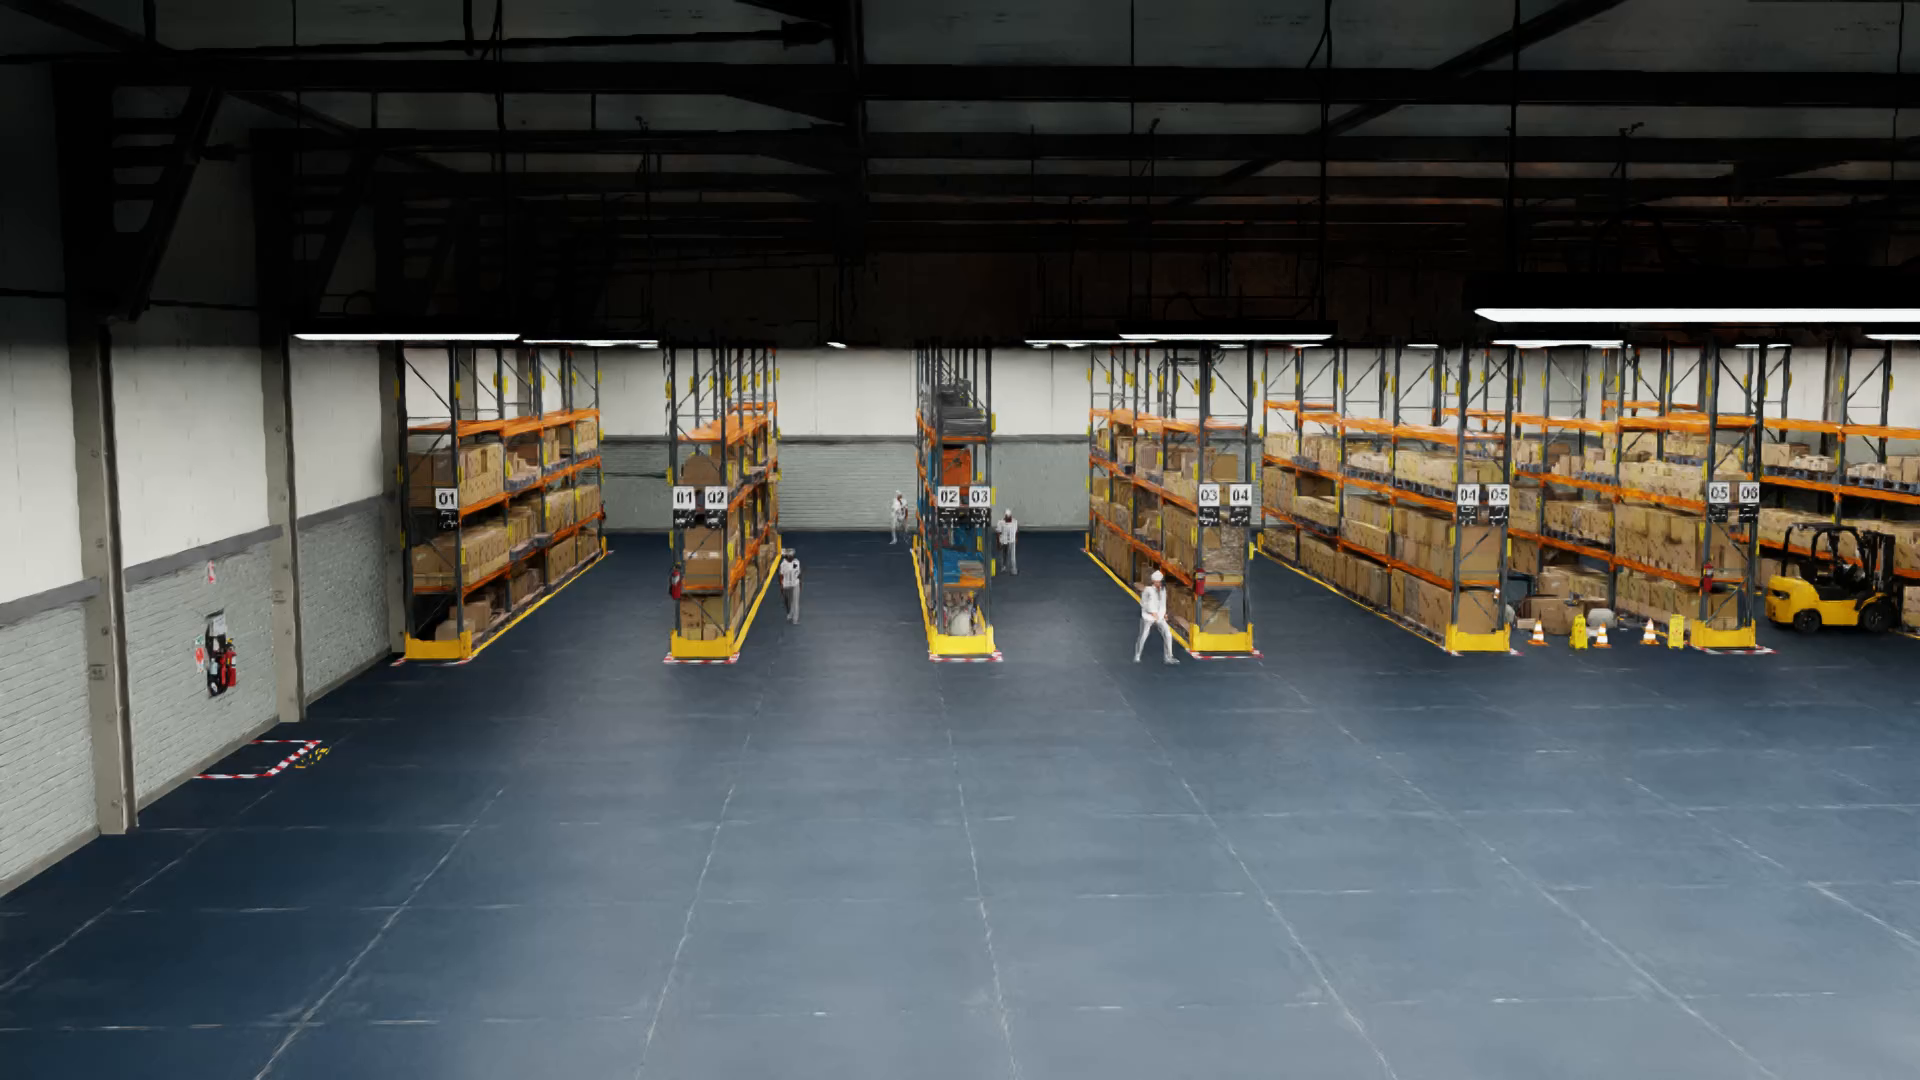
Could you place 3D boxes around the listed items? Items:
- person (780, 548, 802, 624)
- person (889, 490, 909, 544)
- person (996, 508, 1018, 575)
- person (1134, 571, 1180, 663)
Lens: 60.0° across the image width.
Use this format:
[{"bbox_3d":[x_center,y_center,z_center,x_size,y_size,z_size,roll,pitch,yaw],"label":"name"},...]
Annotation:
[{"bbox_3d":[-3.571,0.941,35.039,0.456,1.589,1.088,0,6,-1],"label":"person"},{"bbox_3d":[-1.764,-0.691,49.380,0.502,1.609,0.916,2,7,14],"label":"person"},{"bbox_3d":[1.221,0.020,42.690,0.583,1.686,1.111,0,7,-4],"label":"person"},{"bbox_3d":[3.564,1.402,30.530,0.687,1.709,0.832,-2,7,-21],"label":"person"}]
